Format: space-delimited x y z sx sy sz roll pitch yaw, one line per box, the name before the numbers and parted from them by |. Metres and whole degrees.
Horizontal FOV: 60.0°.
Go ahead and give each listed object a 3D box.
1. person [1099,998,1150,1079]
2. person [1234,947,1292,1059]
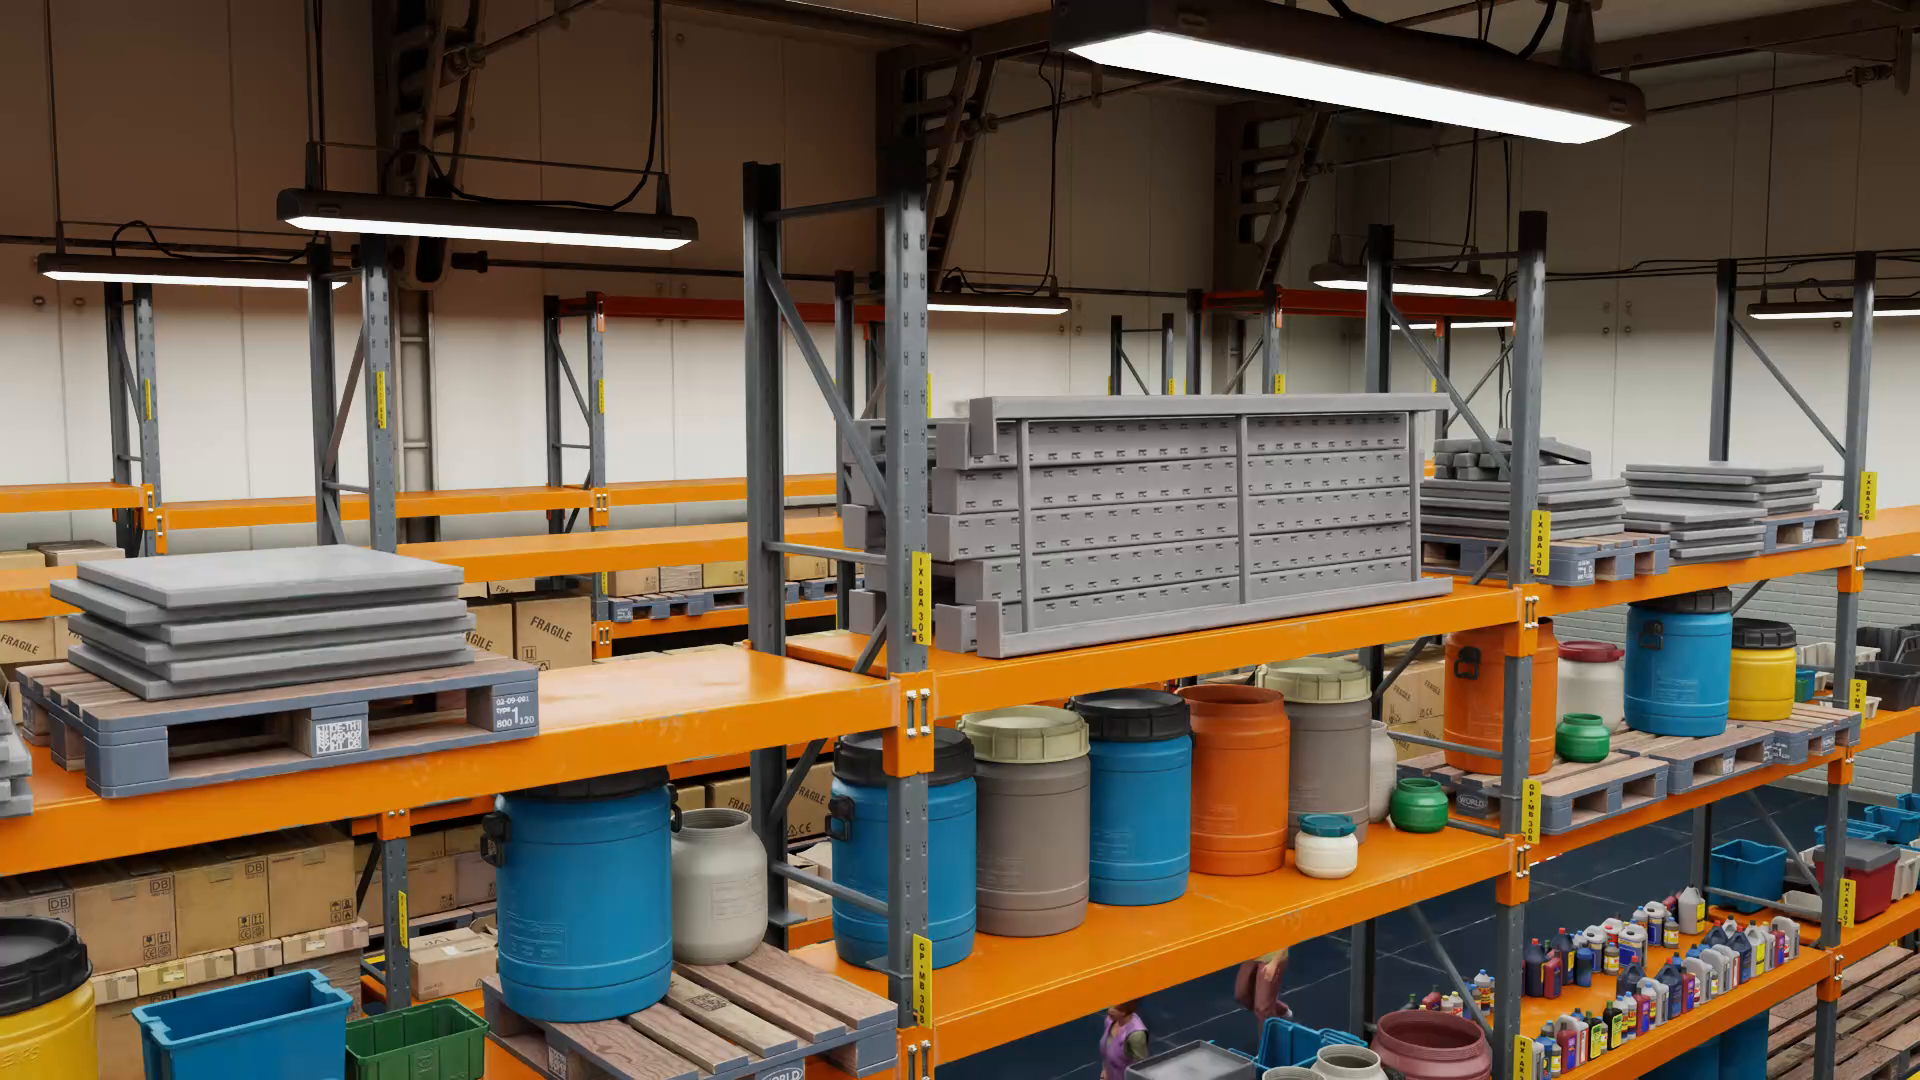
person | 1.004 3.416 10.171 0.868 1.540 0.489 -2 6 -15
person | 2.369 3.137 12.602 0.619 1.644 0.628 -3 6 -29
